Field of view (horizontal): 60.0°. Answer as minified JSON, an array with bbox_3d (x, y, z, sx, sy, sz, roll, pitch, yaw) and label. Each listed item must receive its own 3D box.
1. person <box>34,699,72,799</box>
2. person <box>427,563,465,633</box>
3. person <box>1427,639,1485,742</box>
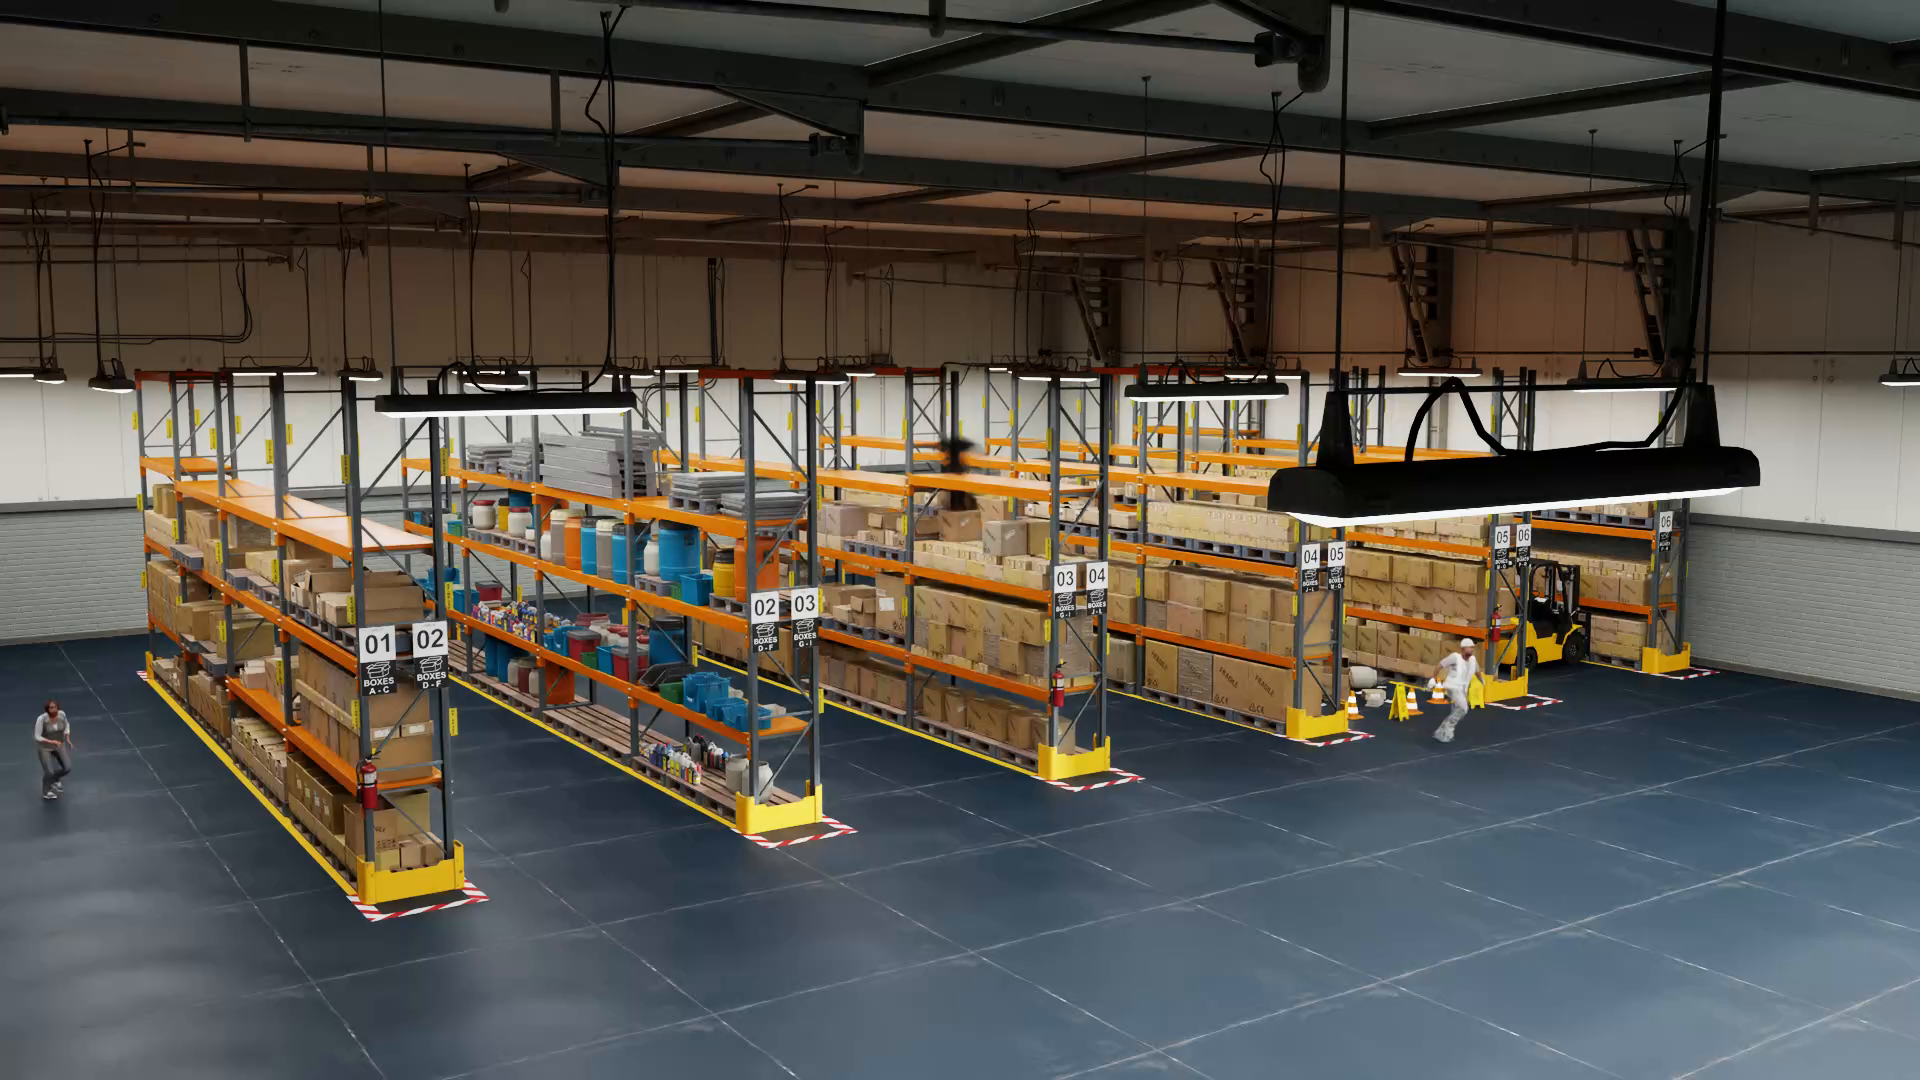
[{"bbox_3d":[-12.801,2.952,23.486,0.699,1.491,0.531,5,8,38],"label":"person"},{"bbox_3d":[-11.629,1.305,37.325,0.961,1.609,0.578,-1,6,-6],"label":"person"},{"bbox_3d":[8.163,2.448,27.109,0.861,1.685,0.726,-5,8,-40],"label":"person"}]
